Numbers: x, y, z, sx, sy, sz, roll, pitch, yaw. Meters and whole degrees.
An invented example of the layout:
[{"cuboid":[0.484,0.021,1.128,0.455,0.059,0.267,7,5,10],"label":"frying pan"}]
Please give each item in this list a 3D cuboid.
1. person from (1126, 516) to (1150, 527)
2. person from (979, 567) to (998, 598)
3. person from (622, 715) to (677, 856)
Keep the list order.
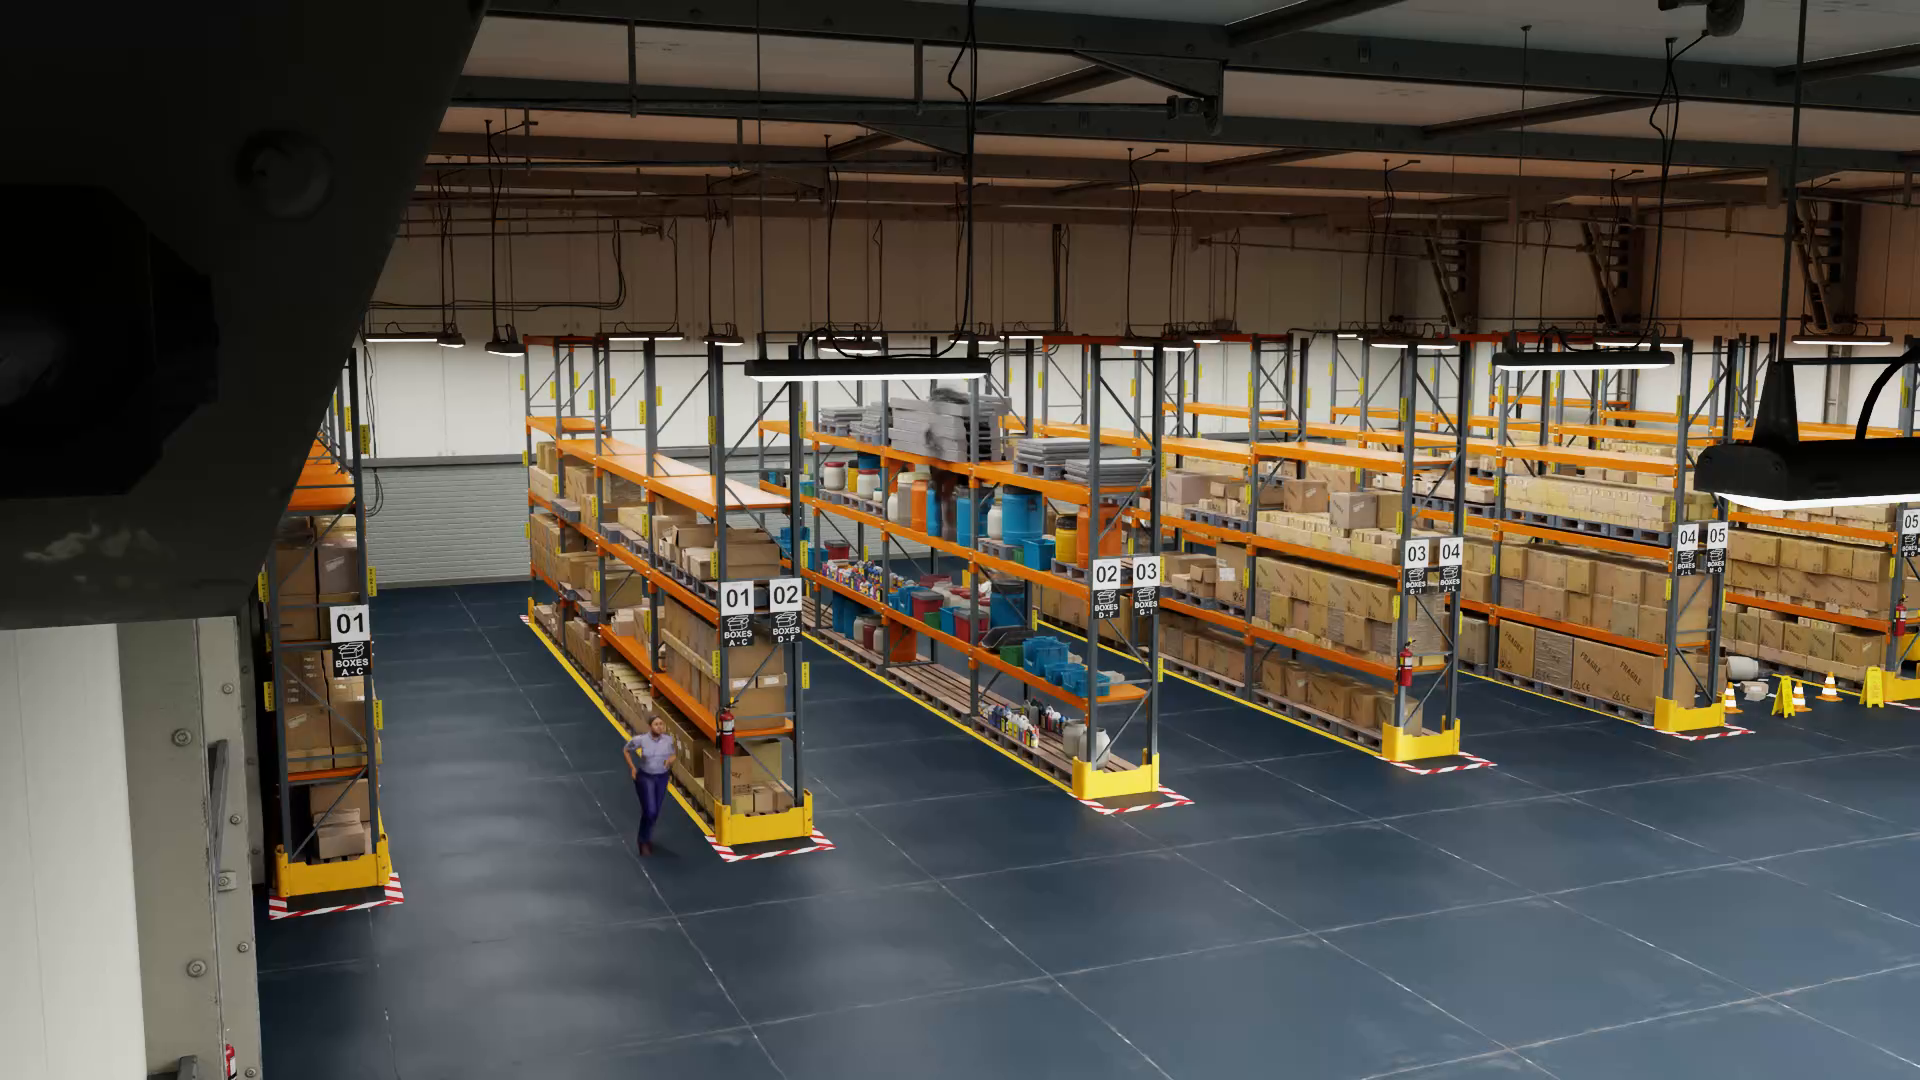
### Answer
[{"cuboid":[4.441,-0.053,41.499,0.674,1.807,0.816,5,9,33],"label":"person"},{"cuboid":[0.649,1.280,31.548,0.625,1.565,0.818,-5,9,-31],"label":"person"},{"cuboid":[-3.678,2.916,19.907,0.596,1.681,0.660,-5,9,-35],"label":"person"}]
